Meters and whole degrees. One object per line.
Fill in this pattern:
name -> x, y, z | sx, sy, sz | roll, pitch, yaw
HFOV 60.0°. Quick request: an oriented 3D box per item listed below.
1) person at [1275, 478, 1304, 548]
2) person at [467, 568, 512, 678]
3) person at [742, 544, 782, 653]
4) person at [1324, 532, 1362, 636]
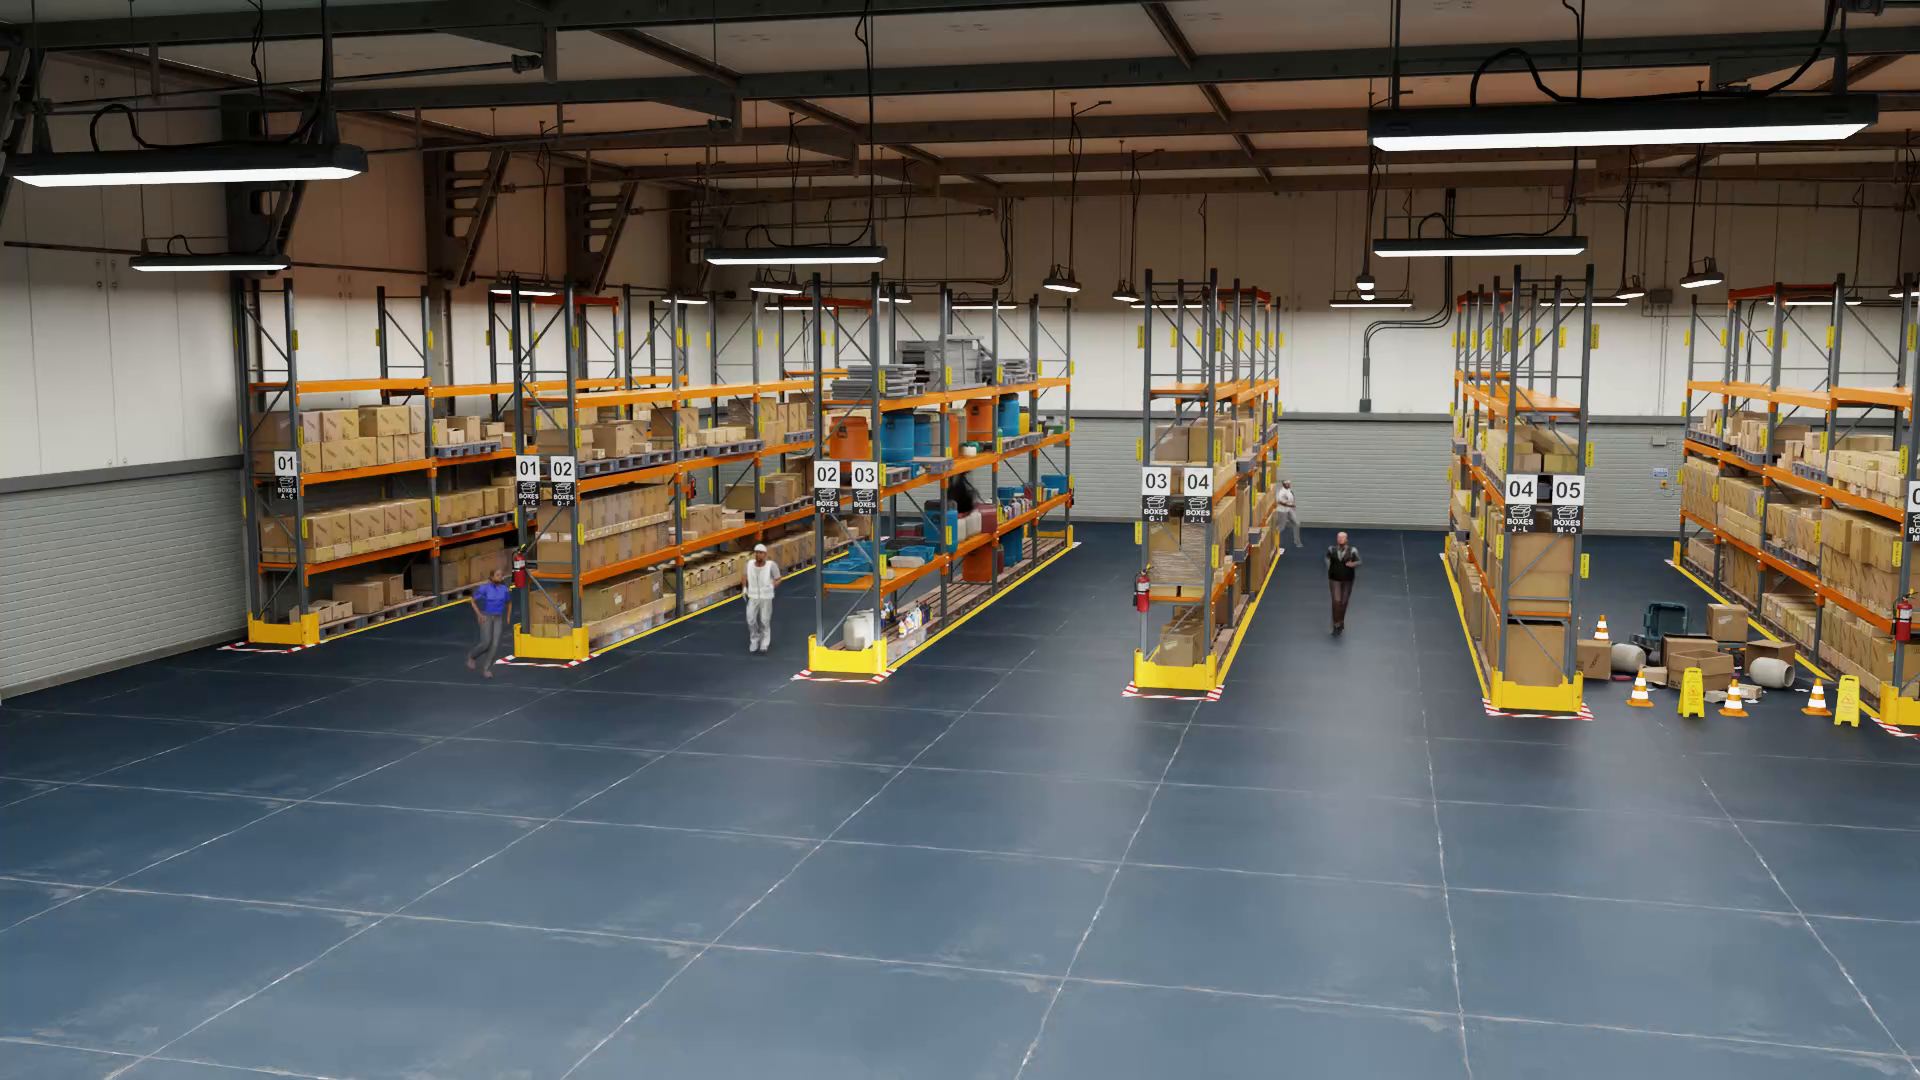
person -> 7.903, -0.651, 40.343 | 0.801, 1.714, 0.579 | 6, 9, 41
person -> -7.056, 1.226, 25.042 | 0.651, 1.600, 0.532 | -6, 9, -42
person -> -3.192, 0.945, 26.596 | 0.679, 1.765, 0.660 | 0, 7, 3
person -> 6.567, 0.743, 28.531 | 0.630, 1.785, 0.789 | 1, 7, 9
